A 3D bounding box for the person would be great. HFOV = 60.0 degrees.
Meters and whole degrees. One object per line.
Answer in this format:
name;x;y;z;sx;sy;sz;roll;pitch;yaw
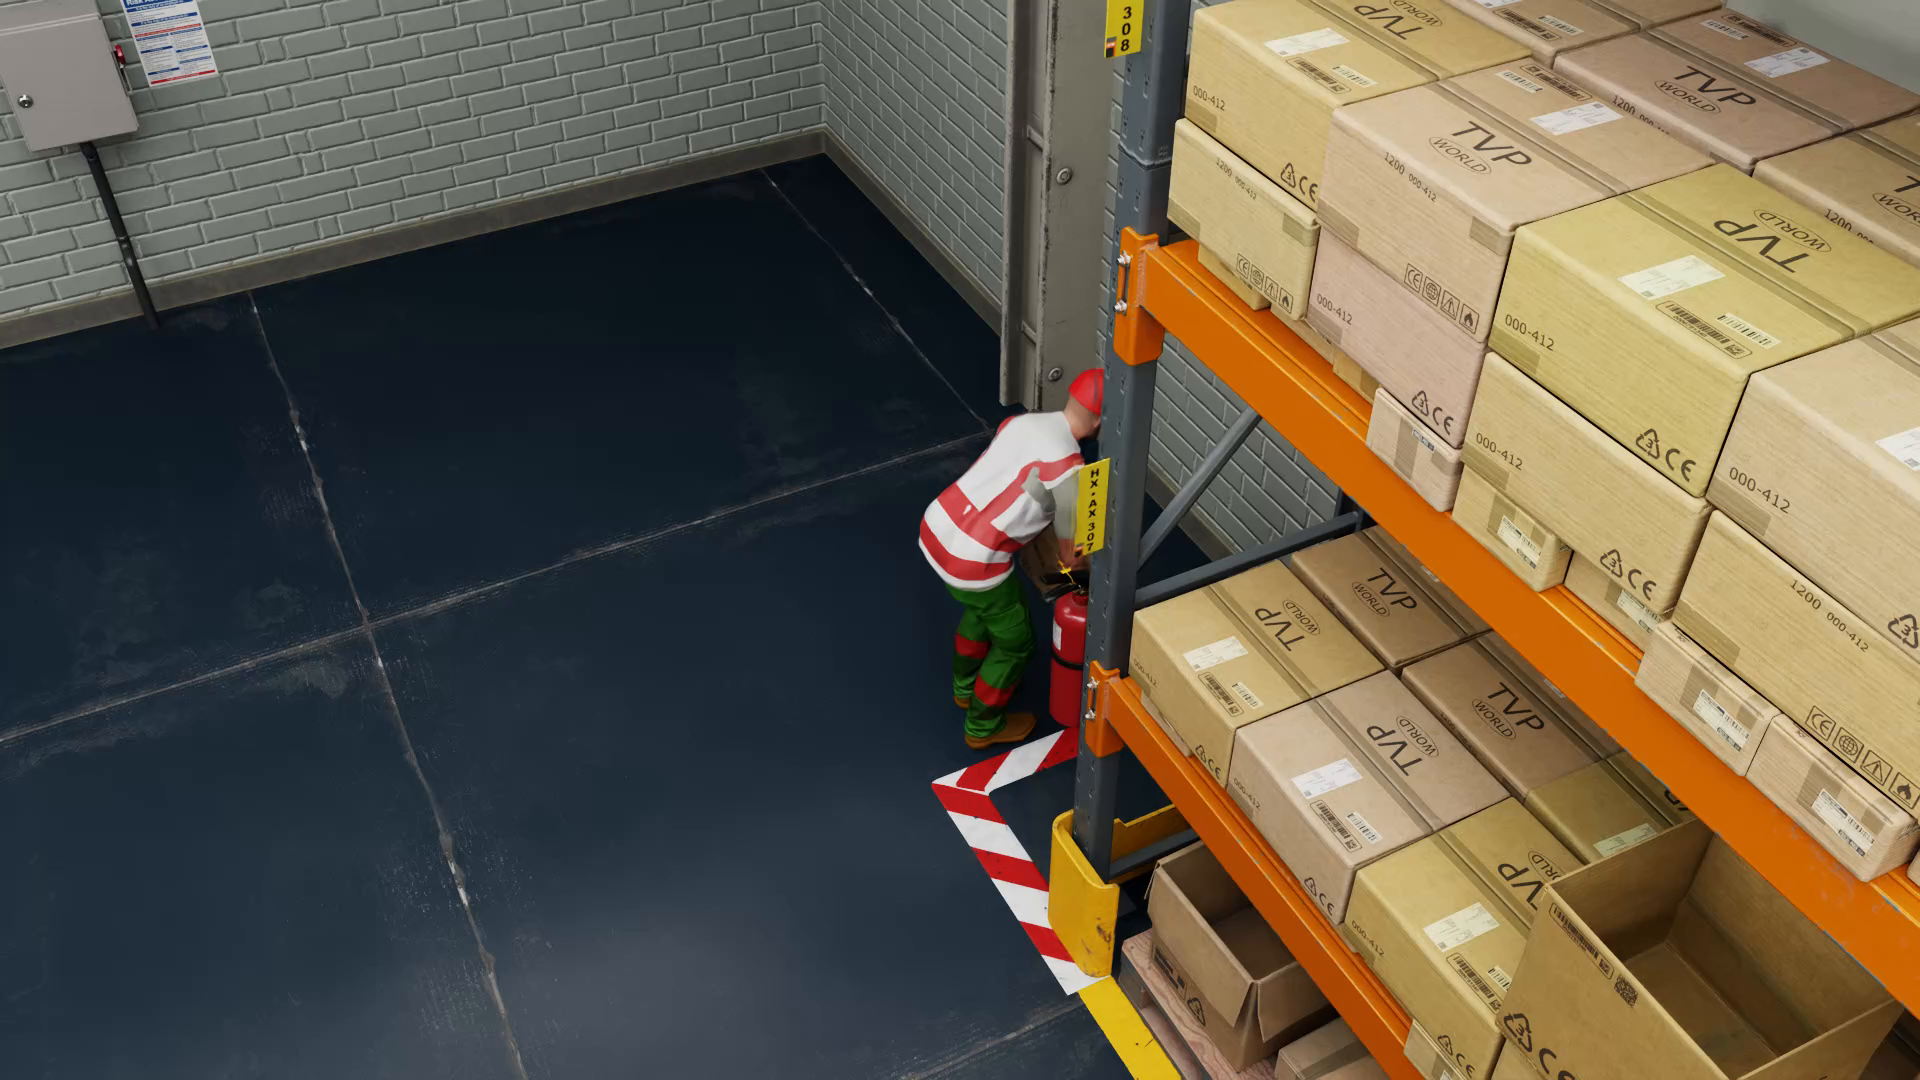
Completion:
person;0.256;0.069;6.257;0.822;1.528;0.493;-18;44;-19
